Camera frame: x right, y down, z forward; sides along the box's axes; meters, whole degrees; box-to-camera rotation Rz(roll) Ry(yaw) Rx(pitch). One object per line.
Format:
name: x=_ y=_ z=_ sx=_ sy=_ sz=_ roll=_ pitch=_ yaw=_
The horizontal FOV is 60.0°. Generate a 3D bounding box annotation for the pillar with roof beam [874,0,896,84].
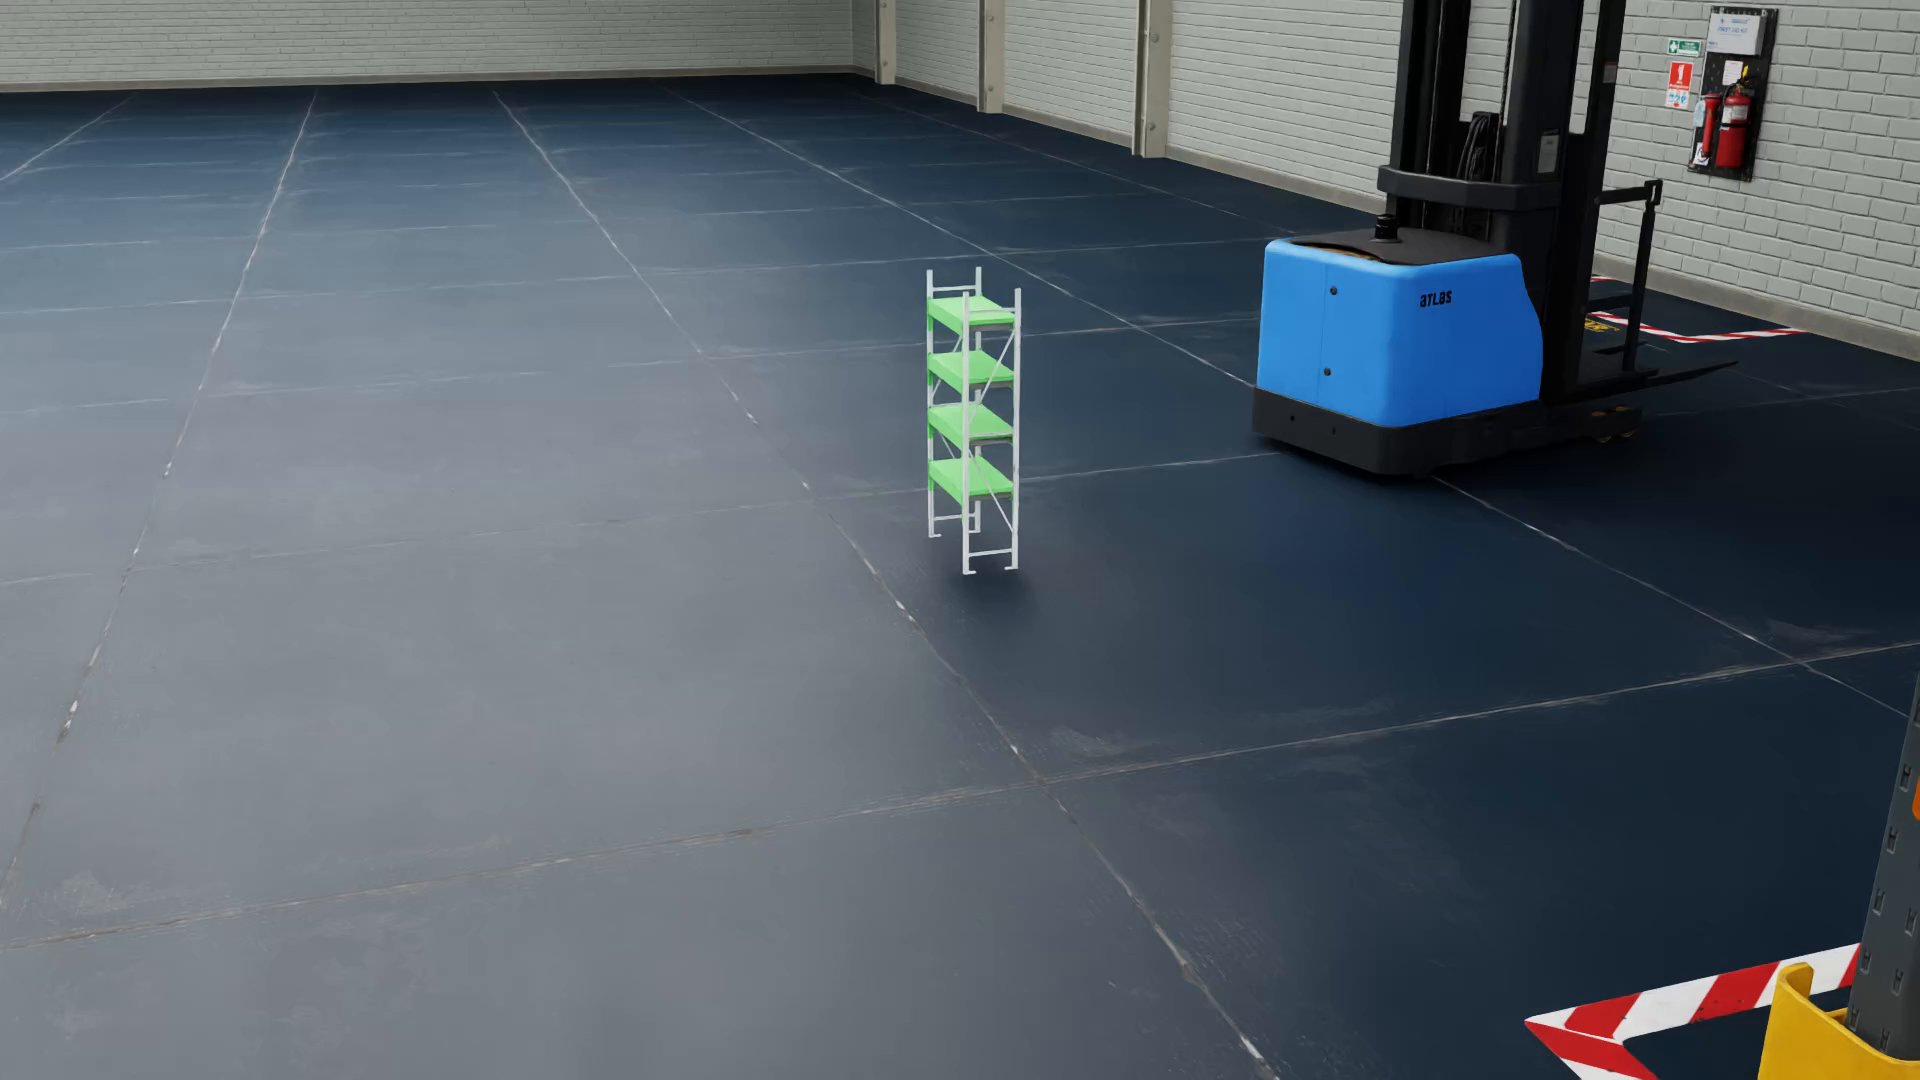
pillar with roof beam: x=-5.492 y=-12.434 z=28.721 sx=9.100 sy=9.000 sz=0.400 roll=-6 pitch=21 yaw=-17

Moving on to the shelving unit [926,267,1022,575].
shelving unit: x=0.052 y=-0.512 z=7.066 sx=0.258 sy=1.200 sz=0.503 roll=-6 pitch=21 yaw=-17

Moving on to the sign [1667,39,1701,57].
sign: x=5.315 y=-3.615 z=12.208 sx=0.001 sy=0.109 sz=0.331 roll=-6 pitch=21 yaw=-17

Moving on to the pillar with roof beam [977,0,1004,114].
pillar with roof beam: x=-3.606 y=-10.508 z=23.361 sx=9.100 sy=9.000 sz=0.400 roll=-6 pitch=21 yaw=-17

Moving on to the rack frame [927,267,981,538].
rack frame: x=-0.025 y=-0.590 z=7.284 sx=0.240 sy=1.200 sz=0.015 roll=-6 pitch=21 yaw=-17

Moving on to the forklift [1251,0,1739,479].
forklift: x=3.069 y=-2.035 z=8.746 sx=3.031 sy=2.935 sz=1.130 roll=-12 pitch=23 yaw=-30

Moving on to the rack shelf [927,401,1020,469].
rack shelf: x=0.052 y=-0.451 z=7.087 sx=0.258 sy=0.148 sz=0.480 roll=-6 pitch=21 yaw=-17

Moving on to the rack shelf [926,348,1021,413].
rack shelf: x=0.052 y=-0.677 z=7.006 sx=0.258 sy=0.148 sz=0.480 roll=-6 pitch=21 yaw=-17

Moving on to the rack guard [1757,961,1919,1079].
rack guard: x=2.274 y=1.123 z=3.551 sx=1.175 sy=0.500 sz=0.348 roll=-6 pitch=21 yaw=-17

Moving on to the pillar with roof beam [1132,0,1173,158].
pillar with roof beam: x=-1.720 y=-8.583 z=18.000 sx=9.100 sy=9.000 sz=0.400 roll=-6 pitch=21 yaw=-17

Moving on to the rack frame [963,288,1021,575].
rack frame: x=0.129 y=-0.433 z=6.848 sx=0.240 sy=1.200 sz=0.015 roll=-6 pitch=21 yaw=-17

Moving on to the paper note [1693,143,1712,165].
paper note: x=5.408 y=-2.813 z=12.113 sx=0.016 sy=0.148 sz=0.142 roll=-6 pitch=21 yaw=-17

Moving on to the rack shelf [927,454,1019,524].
rack shelf: x=0.052 y=-0.226 z=7.169 sx=0.258 sy=0.148 sz=0.480 roll=-6 pitch=21 yaw=-17

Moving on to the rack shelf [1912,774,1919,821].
rack shelf: x=2.910 y=0.935 z=1.441 sx=1.077 sy=0.370 sz=4.000 roll=-6 pitch=21 yaw=-17

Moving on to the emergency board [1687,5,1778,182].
emergency board: x=5.398 y=-3.163 z=11.786 sx=0.194 sy=1.169 sz=0.643 roll=-6 pitch=21 yaw=-17

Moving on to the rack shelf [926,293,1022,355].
rack shelf: x=0.052 y=-0.903 z=6.925 sx=0.258 sy=0.148 sz=0.480 roll=-6 pitch=21 yaw=-17

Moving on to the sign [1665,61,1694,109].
sign: x=5.322 y=-3.368 z=12.304 sx=0.001 sy=0.329 sz=0.234 roll=-6 pitch=21 yaw=-17
